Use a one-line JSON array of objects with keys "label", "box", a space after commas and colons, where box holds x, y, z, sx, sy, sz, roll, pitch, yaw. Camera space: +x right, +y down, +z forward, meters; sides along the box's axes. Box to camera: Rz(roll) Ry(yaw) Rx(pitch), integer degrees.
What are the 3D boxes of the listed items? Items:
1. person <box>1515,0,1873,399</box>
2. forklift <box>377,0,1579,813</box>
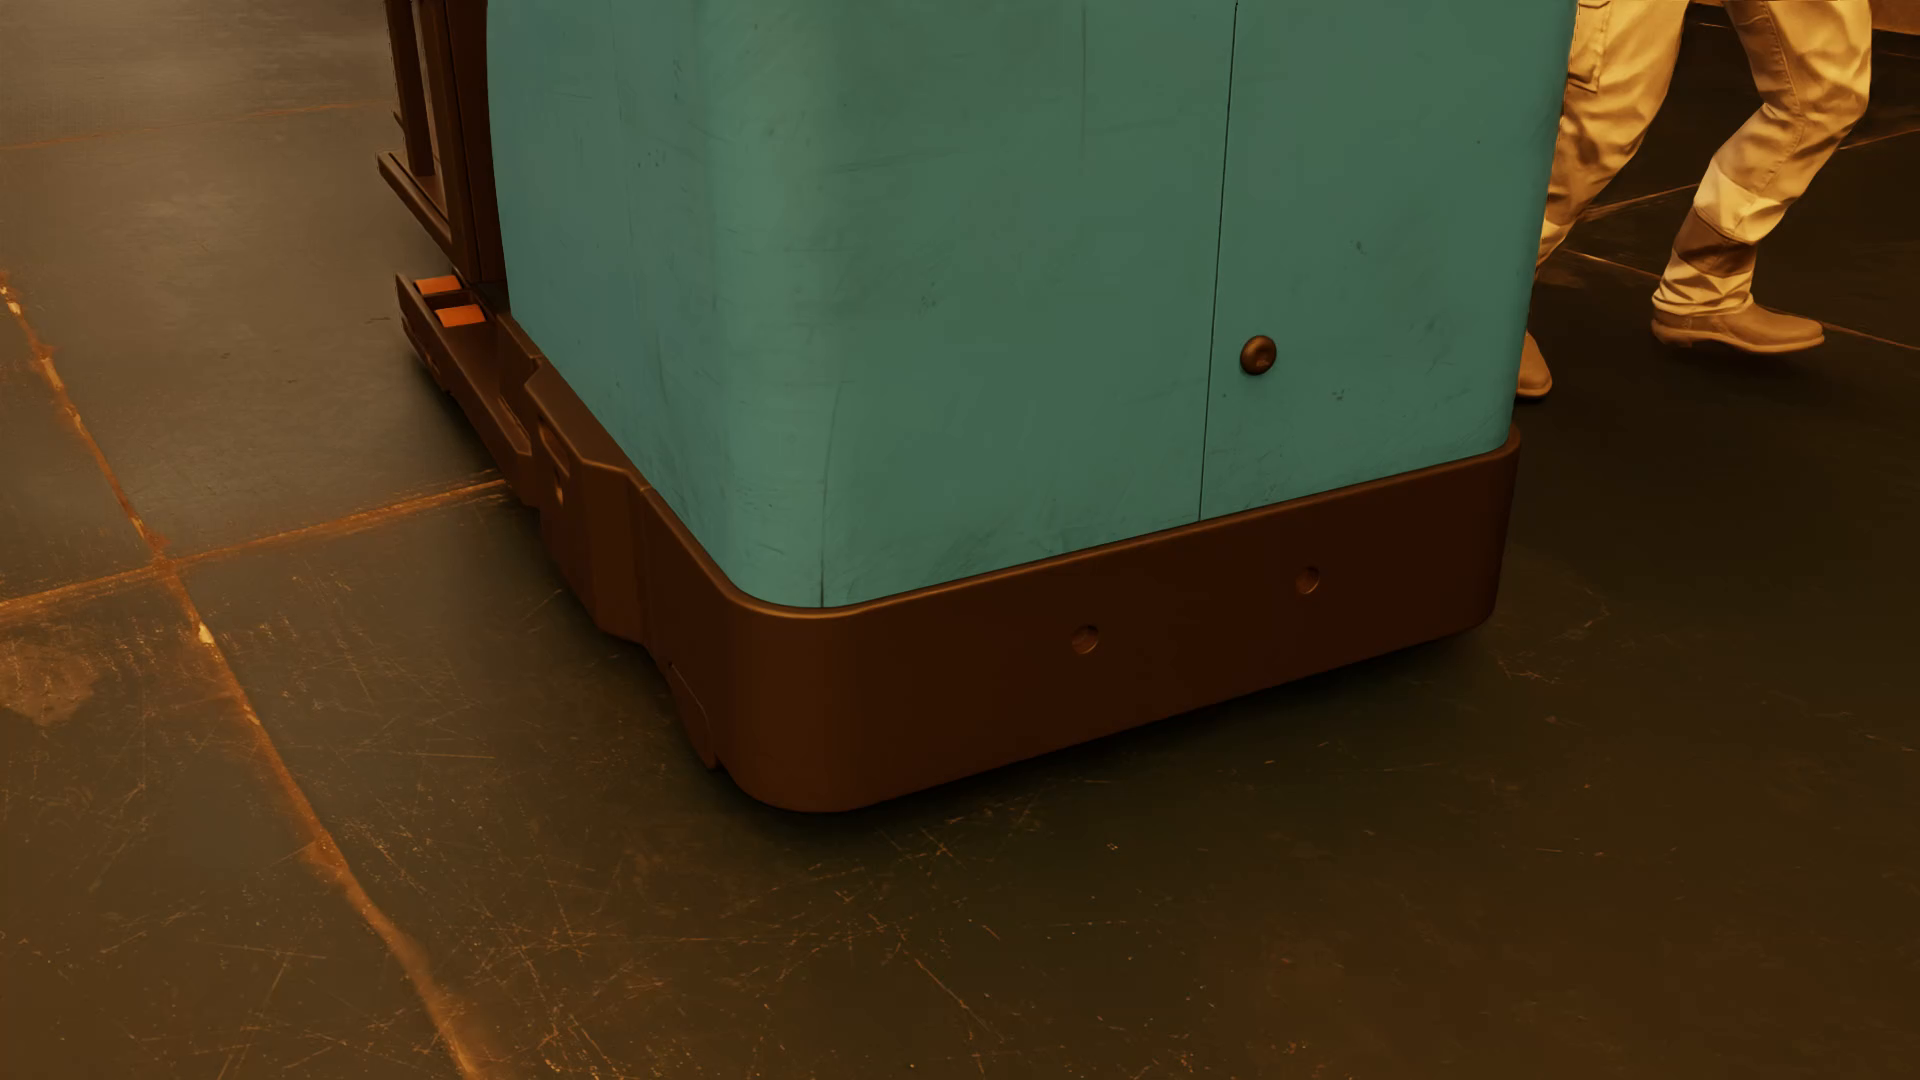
[{"label": "person", "box": [1.160, -1.080, 2.686, 0.866, 1.745, 0.469, -9, 28, -18]}, {"label": "forklift", "box": [-0.417, -1.651, 2.522, 1.130, 2.935, 3.031, -13, 29, -24]}]
